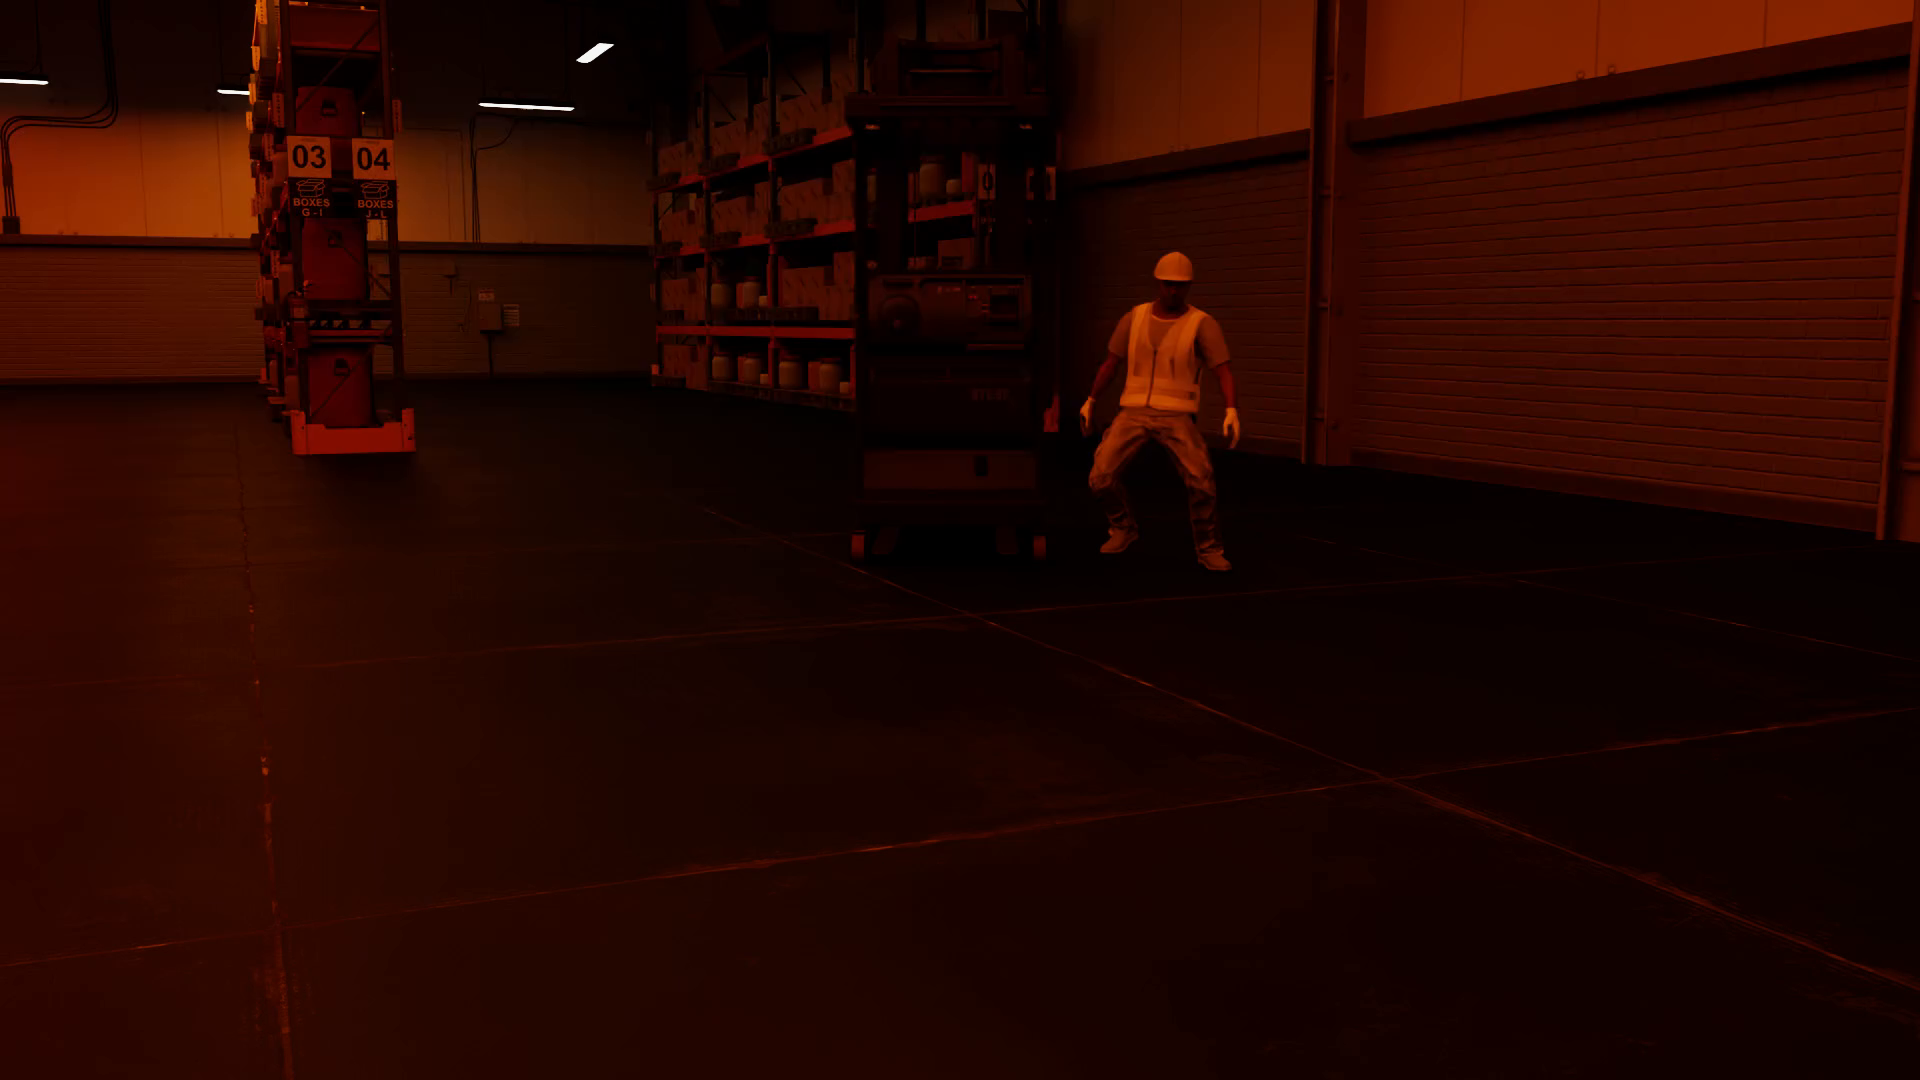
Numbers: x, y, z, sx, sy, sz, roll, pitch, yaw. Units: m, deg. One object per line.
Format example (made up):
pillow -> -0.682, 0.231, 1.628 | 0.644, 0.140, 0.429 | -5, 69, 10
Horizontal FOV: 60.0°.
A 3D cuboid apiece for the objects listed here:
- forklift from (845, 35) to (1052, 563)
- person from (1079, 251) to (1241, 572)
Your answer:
forklift -> -0.057, -1.363, 9.275 | 1.130, 2.935, 3.031 | 0, 8, 1
person -> 1.058, -0.678, 8.838 | 0.951, 1.686, 0.541 | 4, 8, 27
